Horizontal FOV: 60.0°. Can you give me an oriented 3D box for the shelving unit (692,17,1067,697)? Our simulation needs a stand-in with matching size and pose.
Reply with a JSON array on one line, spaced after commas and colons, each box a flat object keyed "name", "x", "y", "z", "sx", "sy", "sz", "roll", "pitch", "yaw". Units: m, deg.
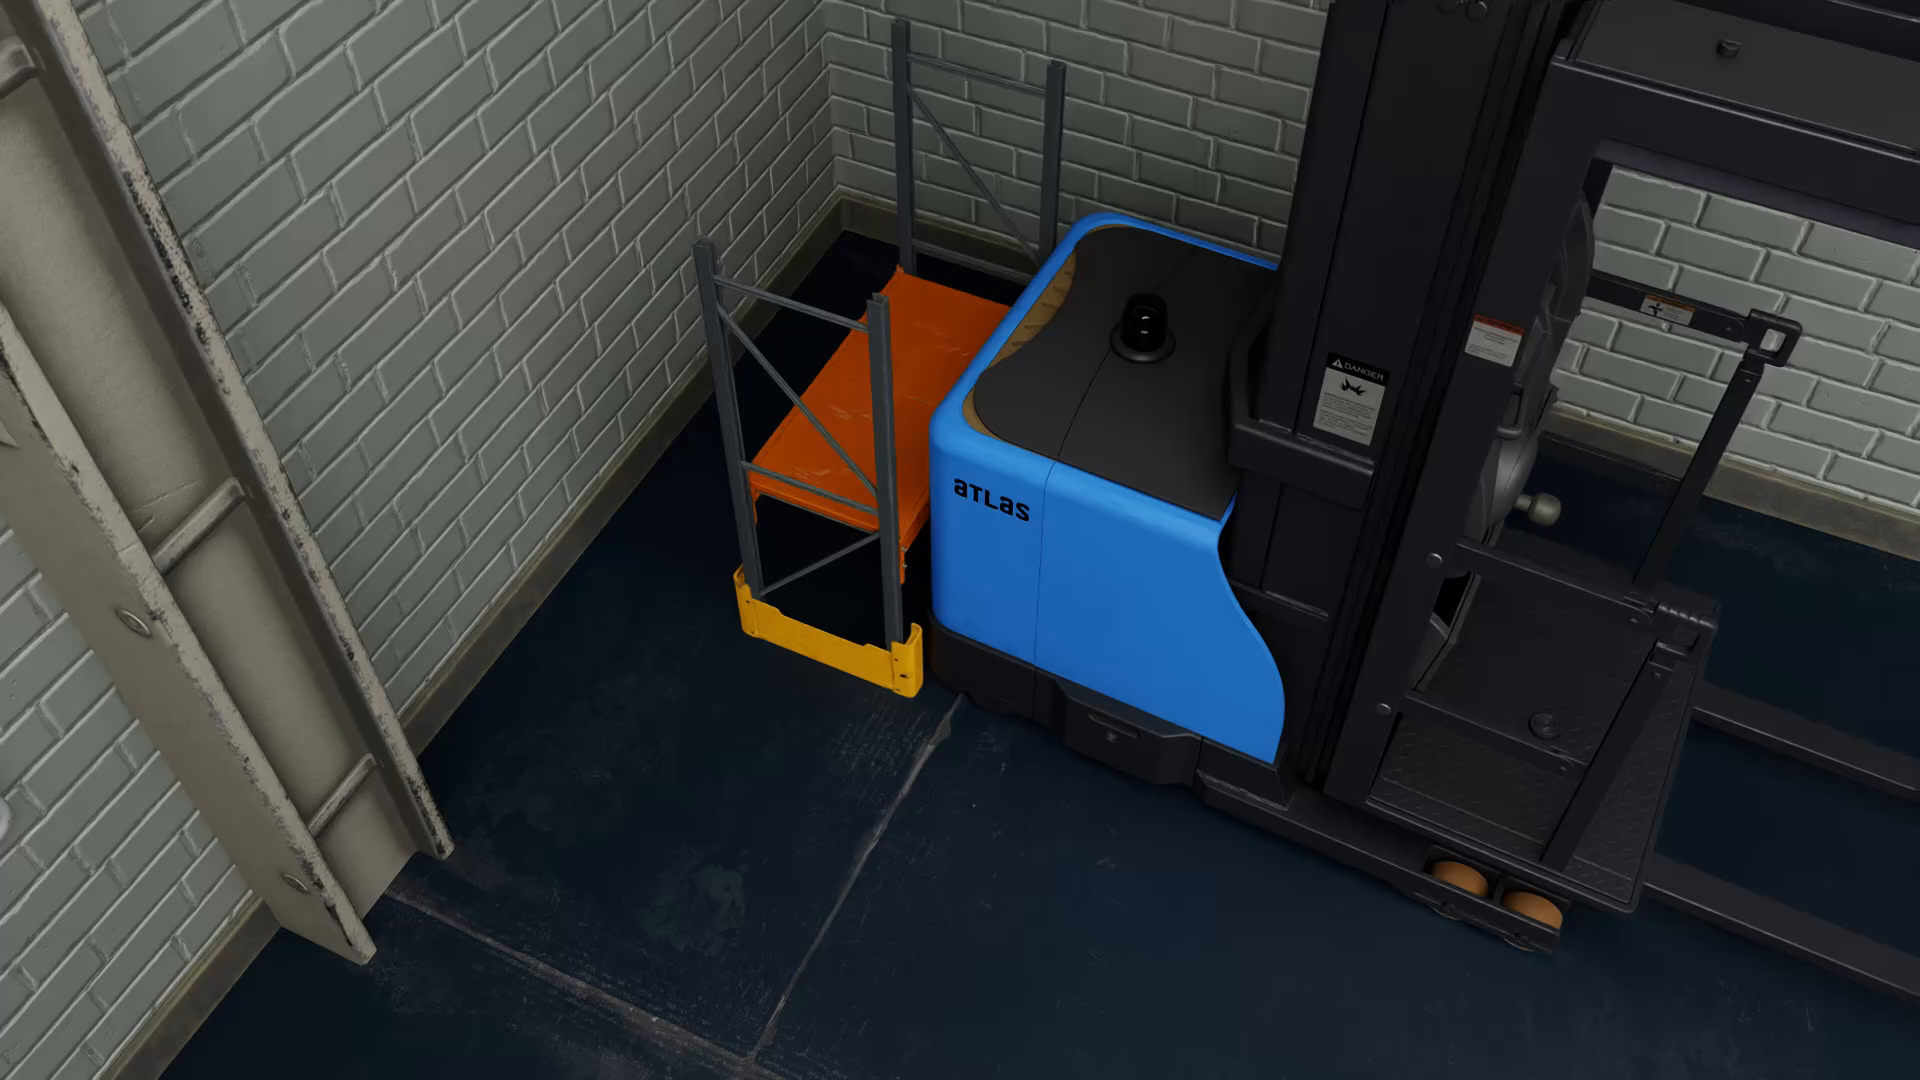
[{"name": "shelving unit", "x": -0.169, "y": -0.487, "z": 4.680, "sx": 0.587, "sy": 1.500, "sz": 1.083, "roll": 20, "pitch": 52, "yaw": 16}]

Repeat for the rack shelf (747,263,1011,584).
[{"name": "rack shelf", "x": -0.172, "y": -0.365, "z": 4.812, "sx": 0.538, "sy": 0.185, "sz": 1.000, "roll": 20, "pitch": 52, "yaw": 16}]

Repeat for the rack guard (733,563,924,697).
[{"name": "rack guard", "x": -0.383, "y": 0.260, "z": 4.865, "sx": 0.587, "sy": 0.250, "sz": 0.087, "roll": 20, "pitch": 52, "yaw": 16}]

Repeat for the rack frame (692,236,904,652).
[{"name": "rack frame", "x": -0.391, "y": -0.132, "z": 4.377, "sx": 0.500, "sy": 1.500, "sz": 0.032, "roll": 20, "pitch": 52, "yaw": 16}]

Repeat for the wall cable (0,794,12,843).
[{"name": "wall cable", "x": -2.278, "y": 0.568, "z": 2.130, "sx": 0.084, "sy": 1.984, "sz": 1.851, "roll": 20, "pitch": 52, "yaw": 16}]

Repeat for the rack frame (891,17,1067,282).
[{"name": "rack frame", "x": 0.046, "y": -0.831, "z": 4.972, "sx": 0.500, "sy": 1.500, "sz": 0.032, "roll": 20, "pitch": 52, "yaw": 16}]

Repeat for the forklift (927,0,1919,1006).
[{"name": "forklift", "x": 1.454, "y": -0.347, "z": 3.621, "sx": 3.031, "sy": 2.935, "sz": 1.130, "roll": 22, "pitch": 53, "yaw": 17}]
